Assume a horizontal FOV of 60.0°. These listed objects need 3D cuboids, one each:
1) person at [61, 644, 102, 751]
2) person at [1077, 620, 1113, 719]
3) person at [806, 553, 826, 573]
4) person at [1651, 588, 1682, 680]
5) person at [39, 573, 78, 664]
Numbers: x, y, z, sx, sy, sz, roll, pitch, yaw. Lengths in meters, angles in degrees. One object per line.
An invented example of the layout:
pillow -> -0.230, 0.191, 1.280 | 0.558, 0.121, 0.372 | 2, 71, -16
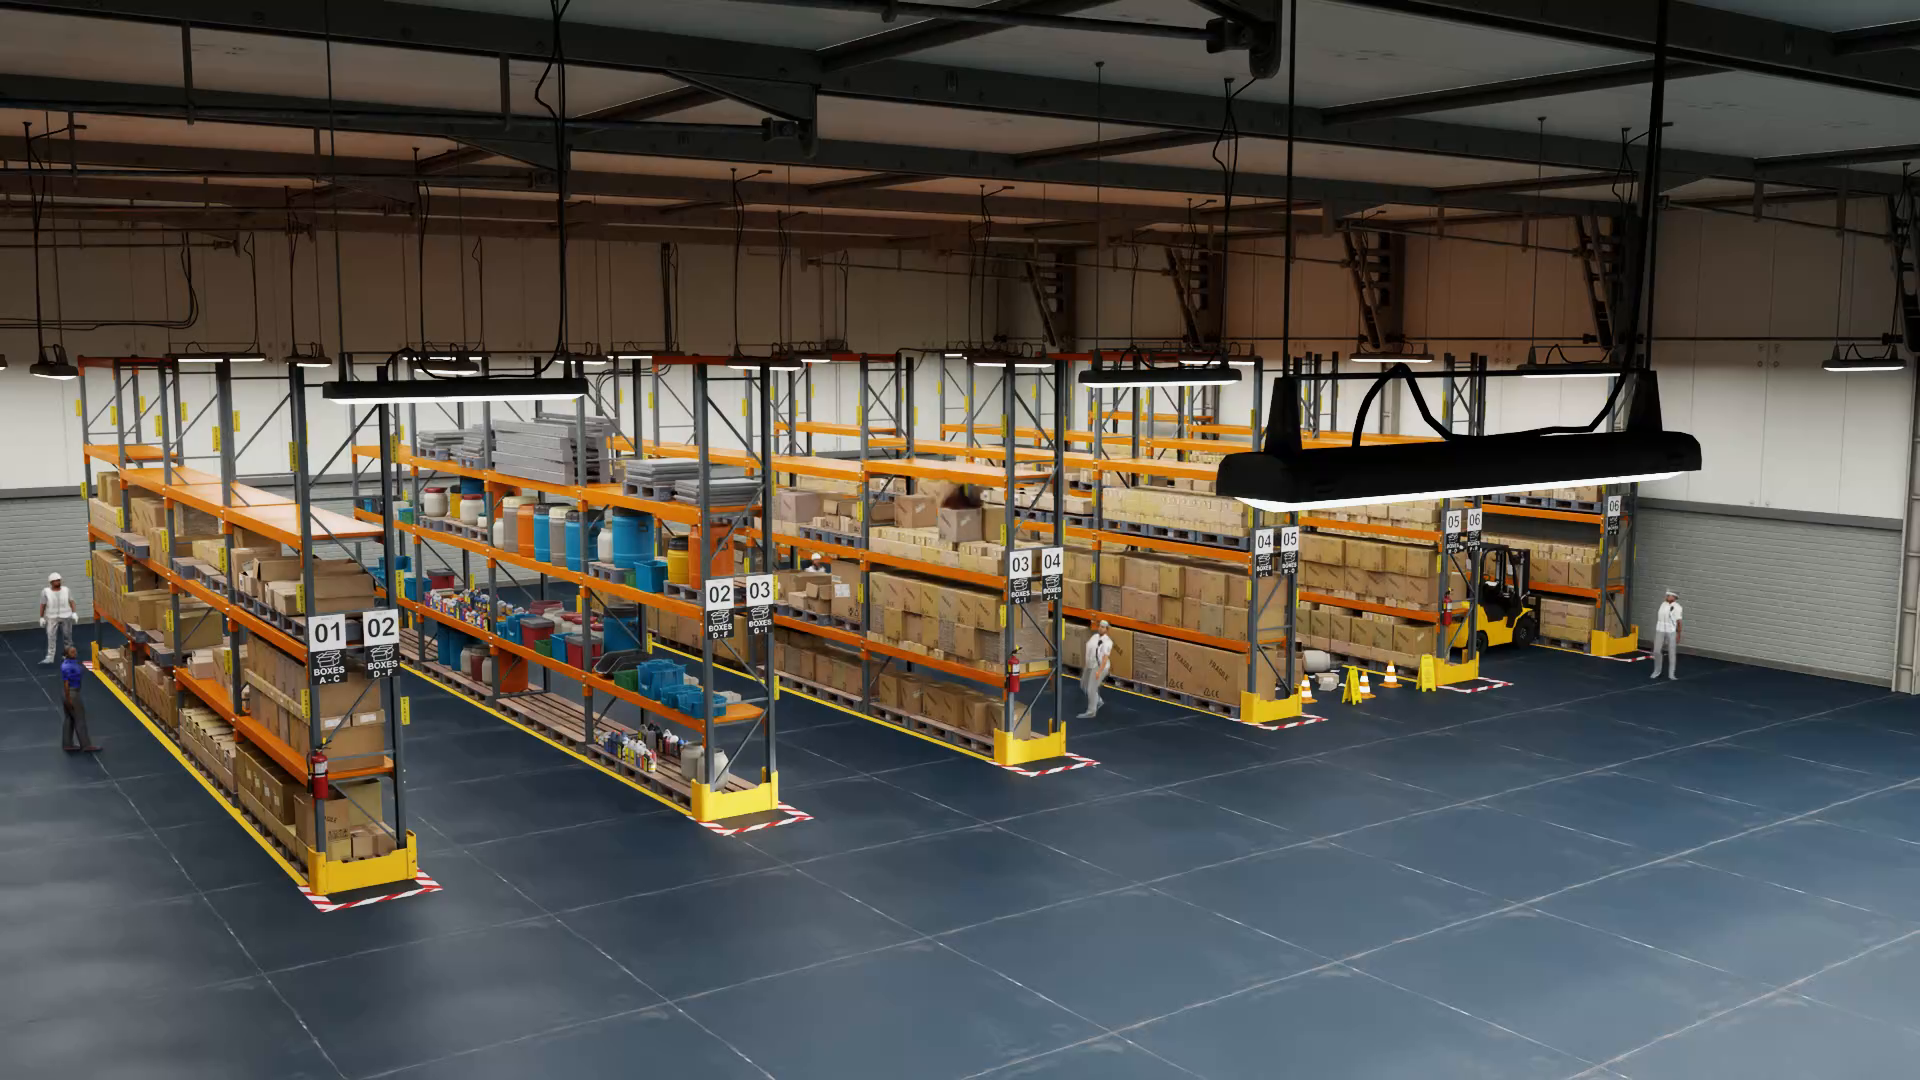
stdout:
person -> -13.556, 2.417, 25.577 | 0.543, 1.656, 0.486 | -4, 8, -27
person -> 2.249, 2.167, 27.830 | 0.566, 1.646, 0.576 | -3, 8, -24
person -> -3.061, 1.143, 35.734 | 0.601, 1.728, 1.037 | -5, 8, -35
person -> 13.200, 1.768, 31.031 | 0.514, 1.753, 0.379 | 5, 9, 36
person -> -17.589, 1.514, 32.420 | 0.680, 1.734, 0.963 | -3, 7, -21
